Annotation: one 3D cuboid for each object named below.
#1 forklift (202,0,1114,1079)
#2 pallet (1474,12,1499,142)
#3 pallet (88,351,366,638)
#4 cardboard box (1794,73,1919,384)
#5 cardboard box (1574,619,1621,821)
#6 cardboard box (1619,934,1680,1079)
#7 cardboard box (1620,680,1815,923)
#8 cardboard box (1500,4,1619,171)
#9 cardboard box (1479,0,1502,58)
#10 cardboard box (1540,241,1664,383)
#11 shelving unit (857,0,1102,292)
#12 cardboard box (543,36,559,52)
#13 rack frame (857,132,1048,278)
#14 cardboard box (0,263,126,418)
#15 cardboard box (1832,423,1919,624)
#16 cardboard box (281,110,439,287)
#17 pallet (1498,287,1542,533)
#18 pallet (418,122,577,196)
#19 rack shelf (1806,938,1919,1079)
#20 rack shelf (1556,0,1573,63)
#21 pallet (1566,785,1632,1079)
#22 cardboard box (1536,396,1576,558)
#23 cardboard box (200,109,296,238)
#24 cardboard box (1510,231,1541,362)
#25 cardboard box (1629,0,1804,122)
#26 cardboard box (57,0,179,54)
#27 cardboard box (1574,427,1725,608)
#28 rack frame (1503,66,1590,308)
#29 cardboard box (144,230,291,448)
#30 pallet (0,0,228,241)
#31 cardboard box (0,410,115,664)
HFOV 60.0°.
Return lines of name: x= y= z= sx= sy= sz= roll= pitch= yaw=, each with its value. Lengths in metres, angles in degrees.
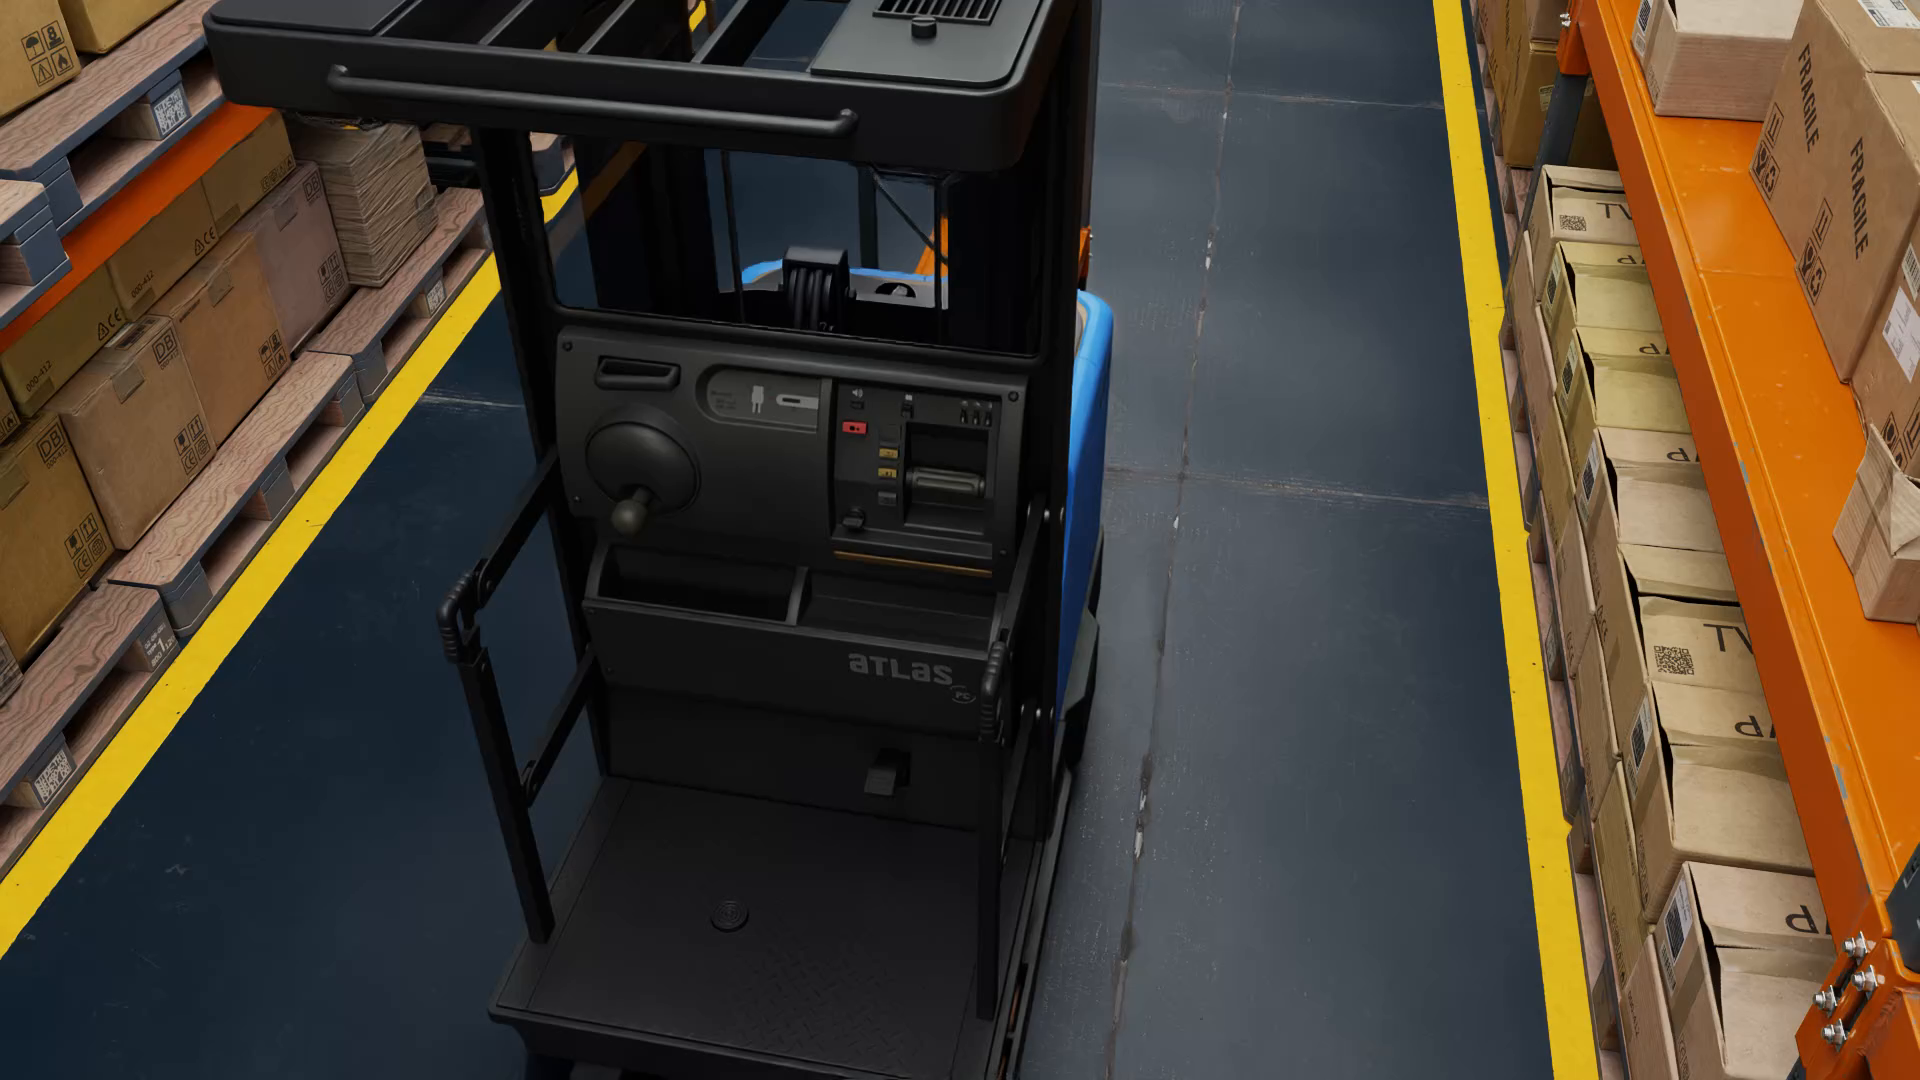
forklift: x=-0.377 y=-0.094 z=3.064 sx=1.130 sy=2.935 sz=3.031 roll=7 pitch=40 yaw=9
pallet: x=2.949 y=-2.159 z=7.696 sx=1.003 sy=0.211 sz=1.213 roll=6 pitch=40 yaw=8
pallet: x=-2.661 y=-0.222 z=5.352 sx=1.003 sy=0.211 sz=1.213 roll=6 pitch=40 yaw=8
cardboard box: x=2.204 y=-0.659 z=3.615 sx=0.500 sy=0.500 sz=0.500 roll=6 pitch=40 yaw=8
cardboard box: x=1.840 y=0.472 z=4.154 sx=0.500 sy=0.250 sz=0.500 roll=7 pitch=40 yaw=9
cardboard box: x=1.663 y=1.110 z=3.382 sx=0.500 sy=0.250 sz=0.500 roll=6 pitch=40 yaw=7
cardboard box: x=1.748 y=0.573 z=3.591 sx=0.500 sy=0.311 sz=0.500 roll=7 pitch=40 yaw=9
cardboard box: x=2.500 y=-1.825 z=6.720 sx=0.500 sy=0.500 sz=0.500 roll=8 pitch=40 yaw=9
cardboard box: x=2.674 y=-2.480 z=7.512 sx=0.500 sy=0.500 sz=0.500 roll=5 pitch=40 yaw=6
cardboard box: x=2.106 y=-0.697 z=5.128 sx=0.500 sy=0.311 sz=0.500 roll=5 pitch=40 yaw=7
shelving unit: x=0.082 y=-0.825 z=5.070 sx=0.587 sy=1.500 sz=1.083 roll=7 pitch=40 yaw=9
cardboard box: x=-2.054 y=-2.330 z=7.072 sx=0.750 sy=0.750 sz=0.750 roll=6 pitch=40 yaw=7
rack frame: x=-0.020 y=-0.501 z=4.679 sx=0.500 sy=1.500 sz=0.032 roll=7 pitch=40 yaw=9
cardboard box: x=-2.733 y=-0.602 z=4.652 sx=0.500 sy=0.250 sz=0.500 roll=5 pitch=40 yaw=6
cardboard box: x=1.848 y=-0.016 z=3.021 sx=0.396 sy=0.266 sz=0.258 roll=5 pitch=40 yaw=7
cardboard box: x=-2.384 y=-1.299 z=6.083 sx=0.700 sy=0.500 sz=0.500 roll=7 pitch=40 yaw=8
pallet: x=2.388 y=-0.419 z=5.591 sx=1.003 sy=0.211 sz=1.213 roll=6 pitch=40 yaw=8
pallet: x=-2.100 y=-1.962 z=7.457 sx=1.003 sy=0.211 sz=1.213 roll=6 pitch=40 yaw=8
rack shelf: x=1.531 y=2.037 z=0.997 sx=1.077 sy=0.370 sz=4.000 roll=6 pitch=40 yaw=8
rack shelf: x=2.915 y=-2.984 z=7.070 sx=1.077 sy=0.370 sz=4.000 roll=6 pitch=40 yaw=8
pallet: x=1.966 y=1.112 z=3.739 sx=1.003 sy=0.211 sz=1.213 roll=6 pitch=40 yaw=8
cardboard box: x=2.019 y=-0.169 z=4.929 sx=0.500 sy=0.250 sz=0.500 roll=5 pitch=40 yaw=6
cardboard box: x=-2.544 y=-1.237 z=5.420 sx=0.500 sy=0.250 sz=0.500 roll=7 pitch=40 yaw=9
cardboard box: x=2.189 y=-0.812 z=5.706 sx=0.500 sy=0.250 sz=0.500 roll=6 pitch=40 yaw=8
cardboard box: x=2.223 y=-1.432 z=4.698 sx=0.500 sy=0.311 sz=0.500 roll=6 pitch=40 yaw=7
cardboard box: x=-2.576 y=-1.678 z=4.501 sx=0.700 sy=0.500 sz=0.500 roll=6 pitch=40 yaw=8
cardboard box: x=1.928 y=-0.055 z=4.351 sx=0.500 sy=0.311 sz=0.500 roll=6 pitch=40 yaw=7
rack frame: x=2.569 y=-2.006 z=5.322 sx=1.000 sy=3.000 sz=0.127 roll=6 pitch=40 yaw=8
cardboard box: x=-2.646 y=-0.673 z=5.327 sx=0.700 sy=0.500 sz=0.500 roll=6 pitch=40 yaw=7
pallet: x=-2.613 y=-1.229 z=4.533 sx=1.003 sy=0.211 sz=1.213 roll=6 pitch=40 yaw=8
cardboard box: x=-2.852 y=-0.039 z=4.560 sx=0.700 sy=0.500 sz=0.500 roll=6 pitch=40 yaw=7
